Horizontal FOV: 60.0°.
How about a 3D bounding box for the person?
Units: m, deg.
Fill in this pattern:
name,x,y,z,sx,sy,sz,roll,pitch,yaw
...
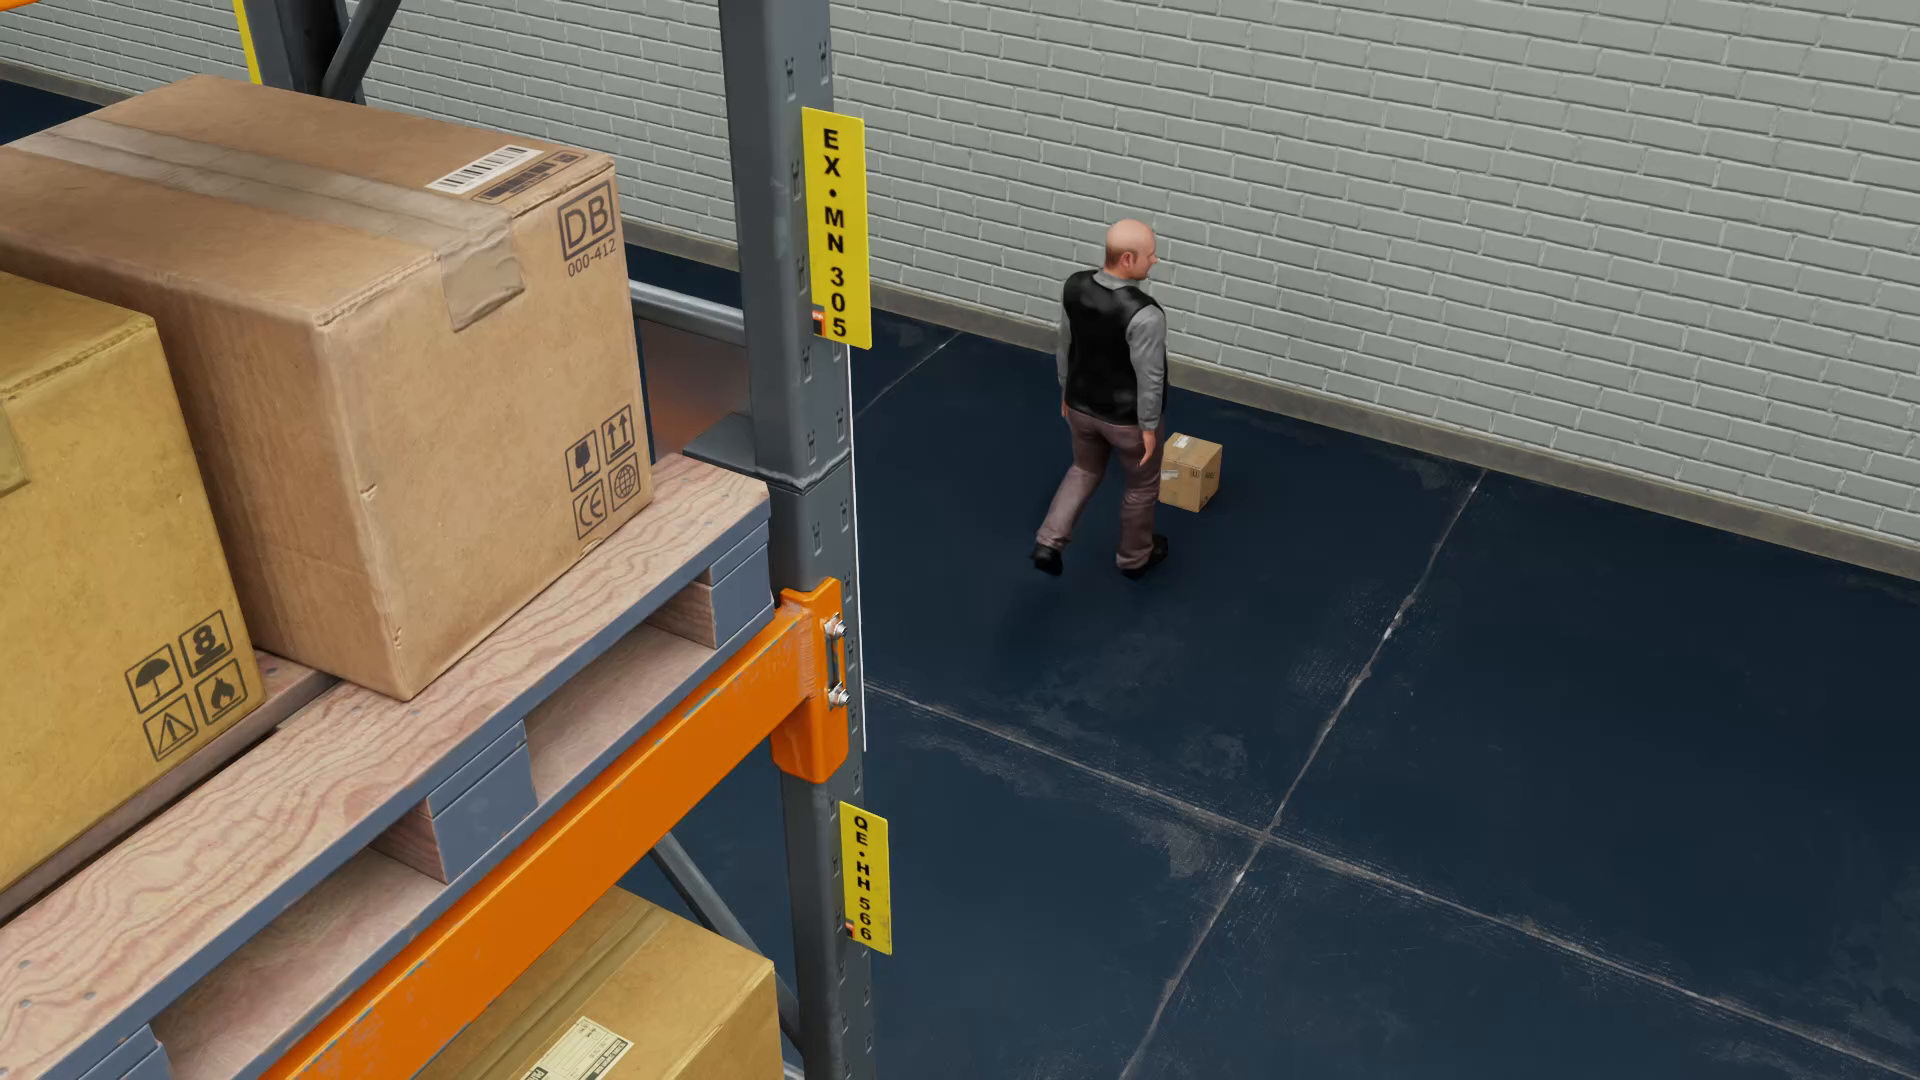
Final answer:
name,x,y,z,sx,sy,sz,roll,pitch,yaw
person,0.635,-0.537,6.951,0.551,1.713,0.750,26,42,34
